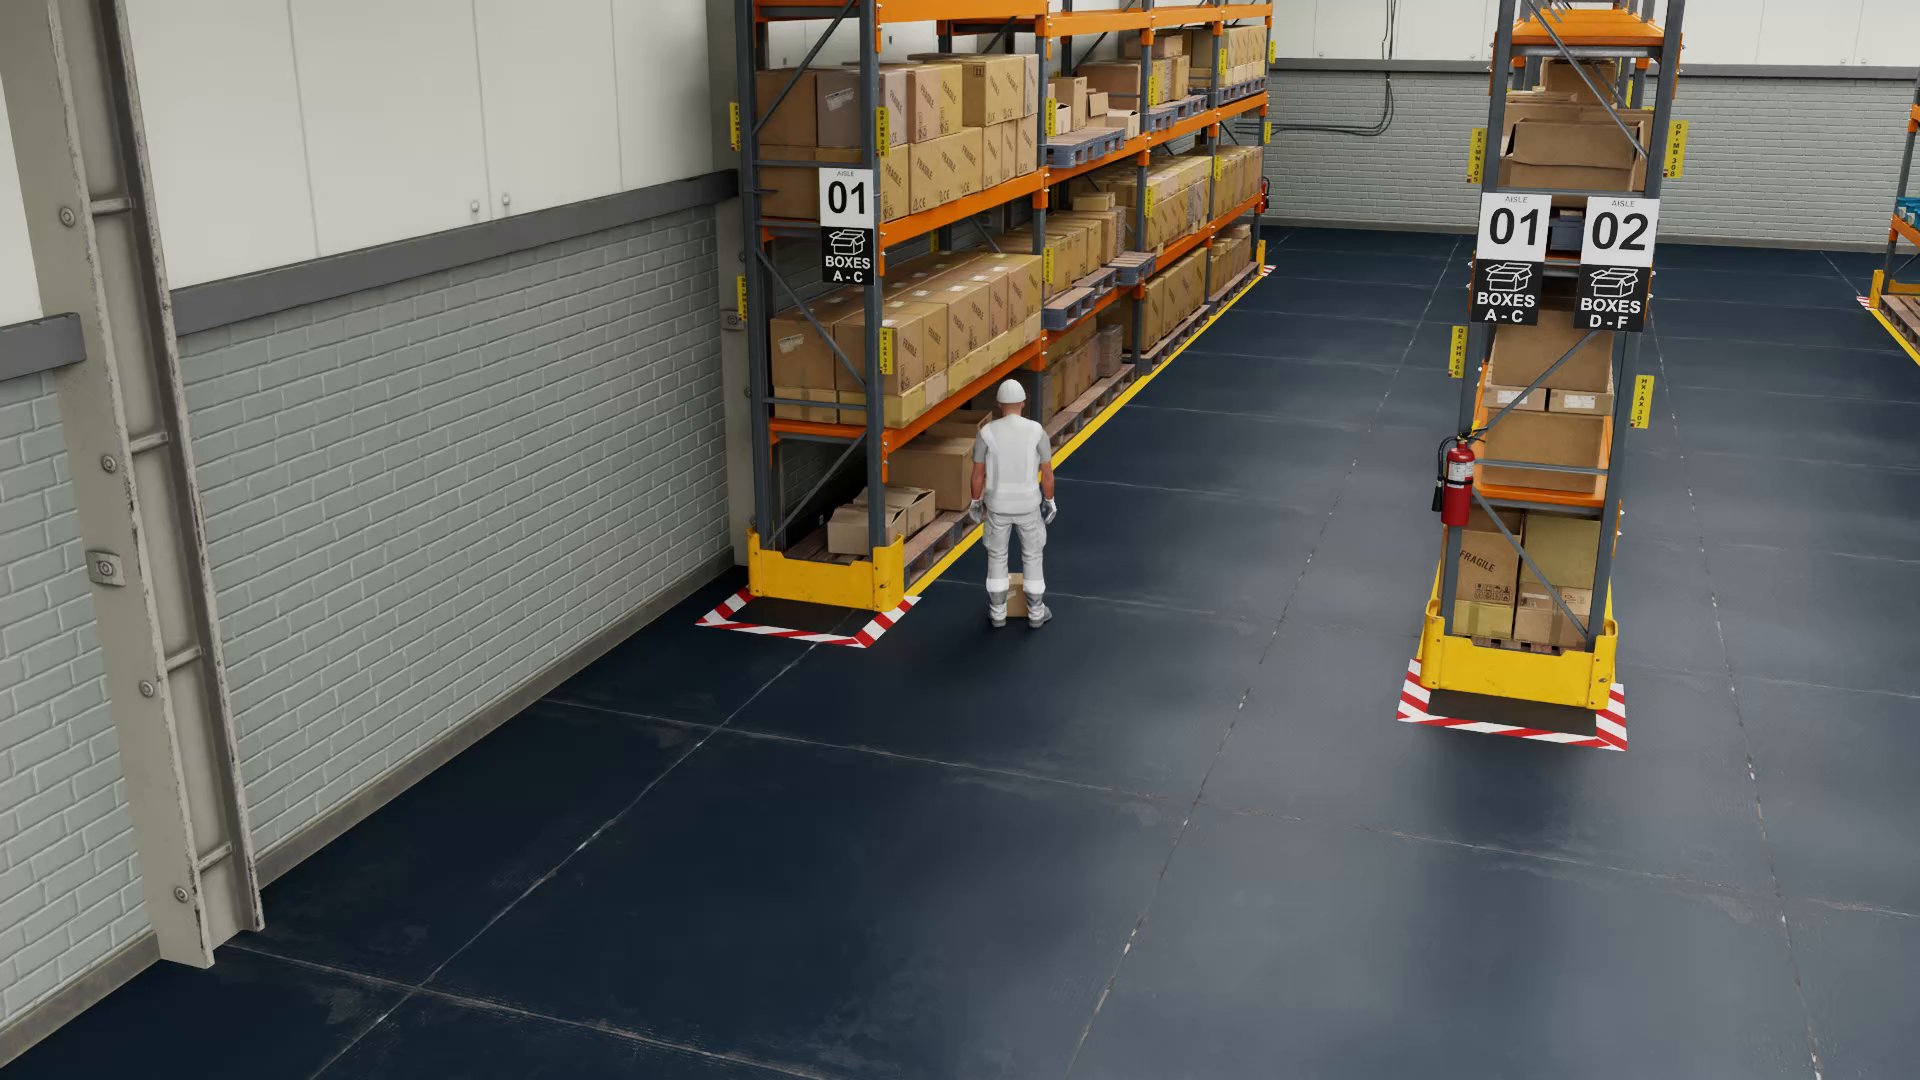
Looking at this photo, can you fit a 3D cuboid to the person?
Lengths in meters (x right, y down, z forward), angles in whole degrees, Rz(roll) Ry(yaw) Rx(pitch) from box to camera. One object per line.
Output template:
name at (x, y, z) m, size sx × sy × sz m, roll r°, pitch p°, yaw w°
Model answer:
person at (0.373, -0.251, 11.785) m, size 0.623 × 1.781 × 0.446 m, roll 1°, pitch 18°, yaw 3°
